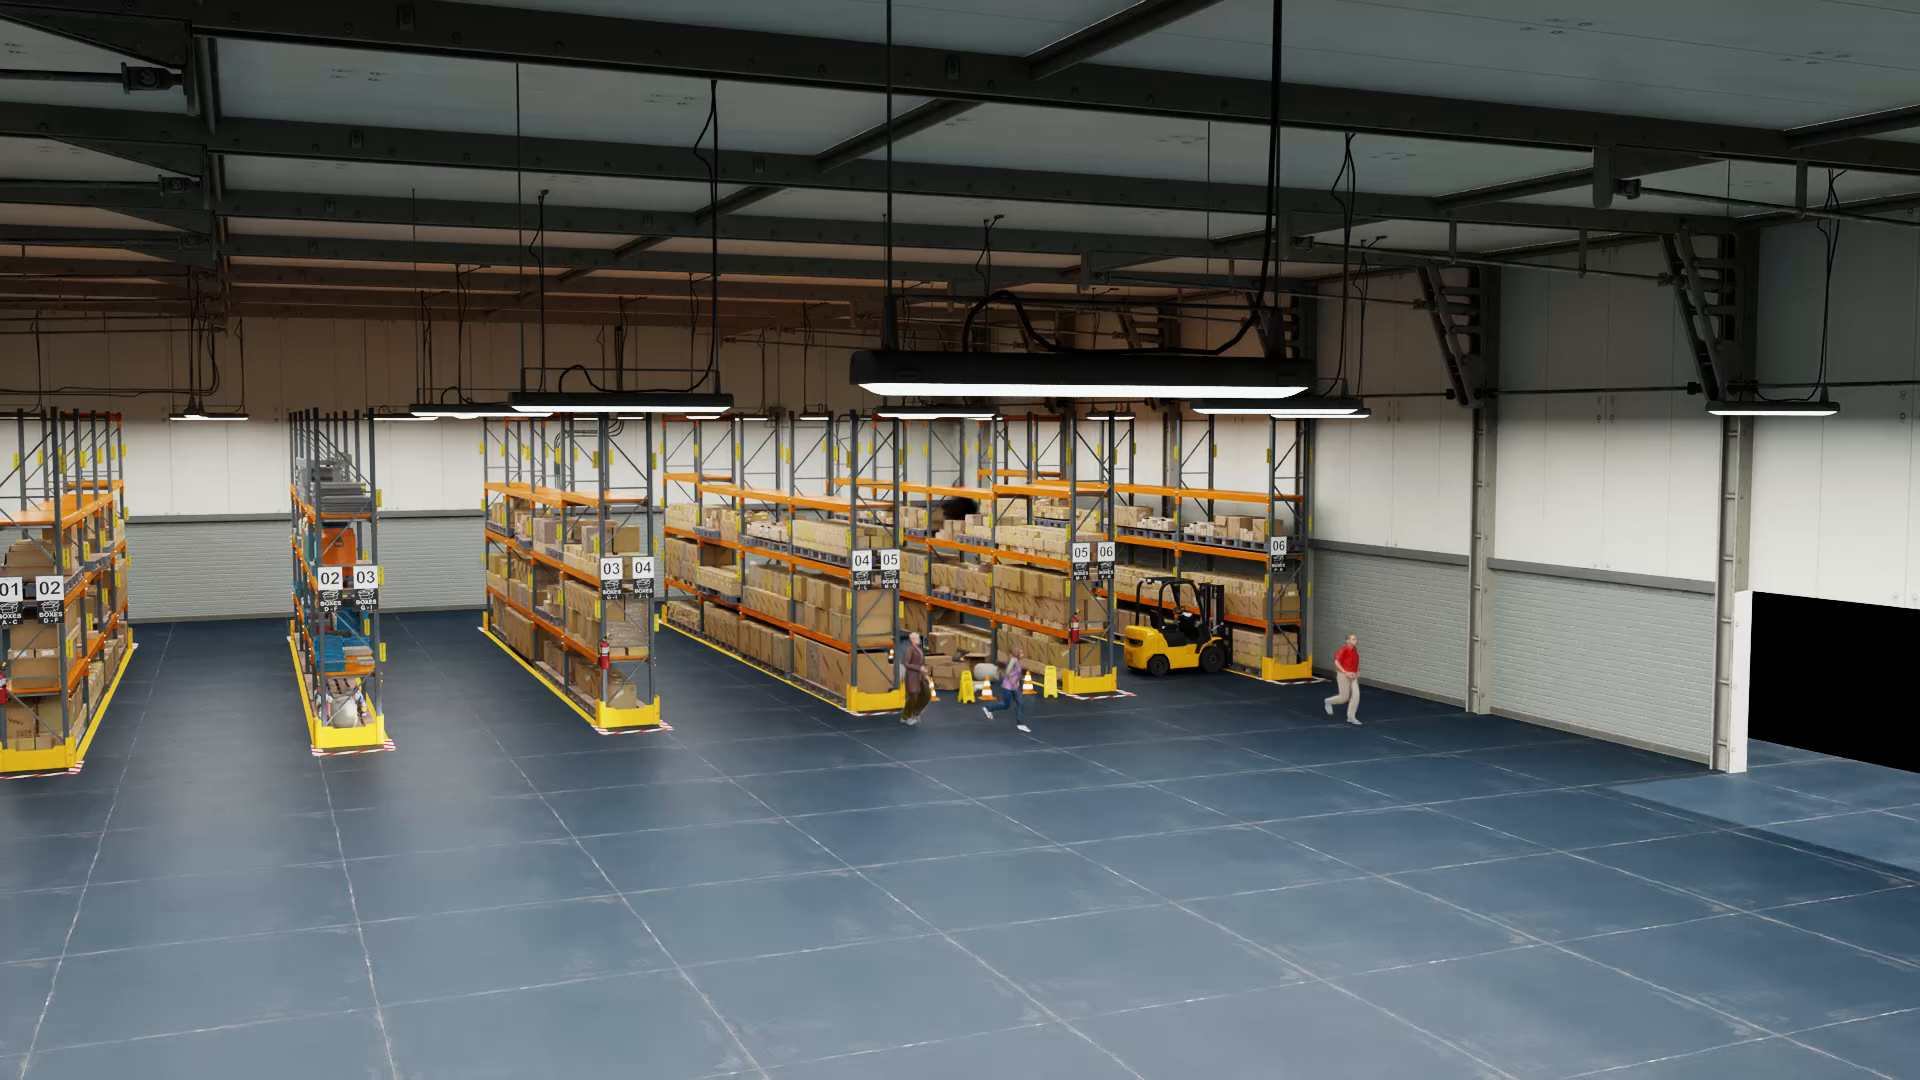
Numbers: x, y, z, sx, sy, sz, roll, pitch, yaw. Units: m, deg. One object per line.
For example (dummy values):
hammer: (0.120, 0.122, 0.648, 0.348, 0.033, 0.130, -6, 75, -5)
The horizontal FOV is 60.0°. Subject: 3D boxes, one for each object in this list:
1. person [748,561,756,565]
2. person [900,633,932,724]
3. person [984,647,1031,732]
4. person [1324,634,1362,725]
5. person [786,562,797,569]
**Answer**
person: (-6.017, 1.465, 48.348, 0.664, 1.736, 0.556, -3, 5, -37)
person: (-0.830, 2.682, 31.533, 0.712, 1.684, 0.712, 2, 5, 28)
person: (0.886, 2.781, 31.060, 0.926, 1.586, 0.541, 2, 4, 21)
person: (7.403, 2.654, 31.925, 0.688, 1.715, 0.826, -4, 5, -43)
person: (-5.172, 1.335, 50.816, 0.638, 1.685, 0.690, -1, 4, -14)
